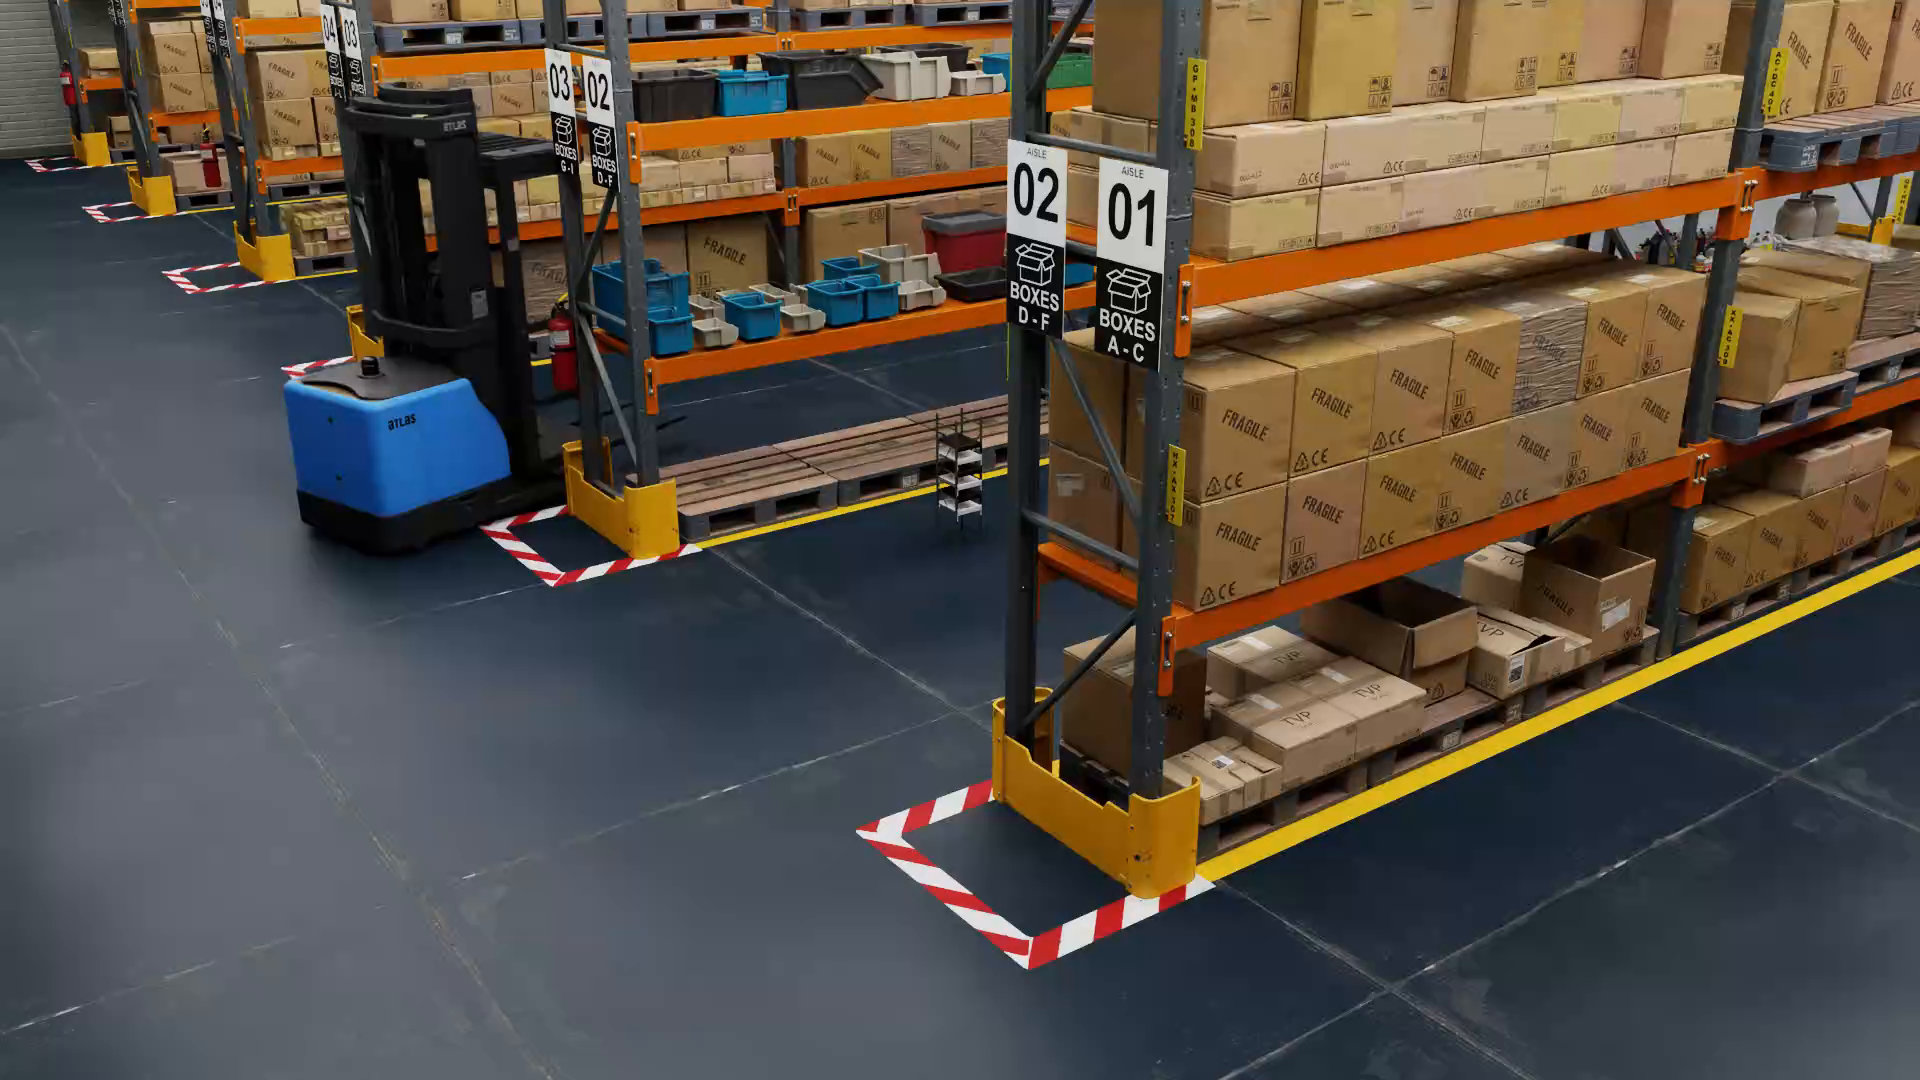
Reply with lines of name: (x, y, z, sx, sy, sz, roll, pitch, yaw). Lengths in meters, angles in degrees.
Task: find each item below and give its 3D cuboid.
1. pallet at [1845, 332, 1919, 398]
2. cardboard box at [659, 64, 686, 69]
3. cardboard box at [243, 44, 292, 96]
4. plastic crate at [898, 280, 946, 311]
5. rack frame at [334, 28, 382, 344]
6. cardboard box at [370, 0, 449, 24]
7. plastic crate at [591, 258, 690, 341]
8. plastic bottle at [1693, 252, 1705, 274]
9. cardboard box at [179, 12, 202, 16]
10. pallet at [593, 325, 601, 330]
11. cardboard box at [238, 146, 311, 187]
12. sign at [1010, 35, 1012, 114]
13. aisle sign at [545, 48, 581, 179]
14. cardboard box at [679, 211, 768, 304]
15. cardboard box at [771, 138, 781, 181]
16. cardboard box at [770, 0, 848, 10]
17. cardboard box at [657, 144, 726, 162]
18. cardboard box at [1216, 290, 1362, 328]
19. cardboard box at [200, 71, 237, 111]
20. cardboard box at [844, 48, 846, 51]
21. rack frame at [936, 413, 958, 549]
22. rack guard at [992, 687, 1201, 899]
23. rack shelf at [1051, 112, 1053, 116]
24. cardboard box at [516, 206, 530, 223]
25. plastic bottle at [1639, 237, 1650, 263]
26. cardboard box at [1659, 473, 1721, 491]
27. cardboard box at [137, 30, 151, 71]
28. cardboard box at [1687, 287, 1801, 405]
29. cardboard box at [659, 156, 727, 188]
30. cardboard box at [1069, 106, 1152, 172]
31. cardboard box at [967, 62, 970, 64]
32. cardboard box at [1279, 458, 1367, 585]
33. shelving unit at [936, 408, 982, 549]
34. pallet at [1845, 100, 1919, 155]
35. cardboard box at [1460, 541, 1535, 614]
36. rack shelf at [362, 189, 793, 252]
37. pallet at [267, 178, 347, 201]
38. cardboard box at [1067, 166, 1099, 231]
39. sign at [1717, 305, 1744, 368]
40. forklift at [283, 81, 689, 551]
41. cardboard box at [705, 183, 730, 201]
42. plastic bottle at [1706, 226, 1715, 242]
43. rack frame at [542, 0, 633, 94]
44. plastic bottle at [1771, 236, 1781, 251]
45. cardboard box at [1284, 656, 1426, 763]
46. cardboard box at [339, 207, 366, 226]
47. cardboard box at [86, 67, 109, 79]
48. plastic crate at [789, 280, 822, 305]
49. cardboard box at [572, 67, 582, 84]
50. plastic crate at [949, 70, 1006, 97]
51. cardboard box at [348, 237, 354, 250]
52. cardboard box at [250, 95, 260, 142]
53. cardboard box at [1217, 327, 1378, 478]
pallet: (5.471, -1.202, 10.621, 1.213, 0.211, 1.003, -15, 26, -33)
cardboard box: (-3.742, -6.066, 21.521, 0.250, 0.149, 0.380, -16, 27, -35)
cardboard box: (-7.818, -5.300, 18.746, 0.500, 0.500, 0.500, -16, 27, -34)
plastic crate: (-0.328, -1.777, 12.077, 0.466, 0.136, 0.293, -15, 26, -33)
rack frame: (-5.230, -2.963, 14.775, 0.127, 3.000, 1.000, -15, 26, -33)
cardboard box: (-4.839, -4.773, 14.427, 0.500, 0.500, 0.700, -17, 27, -36)
plastic crate: (-2.174, -1.646, 11.346, 0.499, 0.435, 0.616, -15, 26, -33)
plastic bottle: (7.919, -2.945, 17.817, 0.097, 0.271, 0.097, 0, 22, 0)
cardboard box: (-12.176, -8.196, 26.678, 0.500, 0.500, 0.500, -14, 26, -32)
pallet: (-3.637, -2.127, 16.443, 1.213, 0.211, 1.003, -15, 26, -33)
cardboard box: (-9.802, -5.323, 23.580, 0.875, 0.438, 0.875, -14, 26, -31)
sign: (0.245, -1.958, 7.014, 0.005, 0.325, 0.100, -15, 26, -33)
aisle sign: (-2.567, -2.753, 10.741, 0.004, 0.787, 0.394, -15, 26, -33)
cardboard box: (-2.565, -2.919, 16.963, 0.875, 0.875, 0.875, -15, 26, -33)
cardboard box: (-1.763, -4.059, 17.386, 0.500, 0.500, 0.500, -15, 26, -33)
cardboard box: (-1.518, -5.592, 16.615, 0.500, 0.500, 0.700, -14, 26, -32)
cardboard box: (-2.609, -3.959, 16.059, 0.500, 0.500, 0.500, -15, 26, -32)
cardboard box: (1.581, -0.895, 8.109, 0.500, 0.500, 0.500, -14, 26, -31)
cardboard box: (-10.066, -6.127, 22.568, 0.500, 0.500, 0.500, -15, 26, -34)
cardboard box: (-1.946, -8.308, 27.941, 0.250, 0.149, 0.380, -15, 26, -34)
rack frame: (-0.089, -0.394, 11.170, 0.006, 0.900, 0.240, -15, 26, -33)
rack guard: (0.614, 1.162, 7.809, 0.348, 0.500, 1.175, -15, 26, -33)
rack shelf: (2.533, -3.831, 13.873, 4.000, 0.370, 1.077, -15, 26, -33)
cardboard box: (-4.123, -2.992, 15.187, 0.250, 0.149, 0.380, -15, 26, -34)
plastic bottle: (7.602, -3.217, 18.482, 0.133, 0.283, 0.061, -13, 25, -30)
cardboard box: (4.439, -0.189, 10.602, 0.500, 0.500, 0.500, -15, 26, -33)
cardboard box: (-10.765, -6.632, 22.484, 0.500, 0.500, 0.500, -14, 26, -31)
cardboard box: (4.315, -1.125, 9.466, 0.700, 0.500, 0.500, 14, 26, 32)
cardboard box: (-2.606, -3.610, 16.198, 0.500, 0.250, 0.500, -14, 26, -31)
cardboard box: (0.821, -1.726, 7.155, 0.500, 0.250, 0.500, -15, 26, -33)
cardboard box: (-0.208, -6.491, 23.482, 0.500, 0.500, 0.500, -15, 26, -33)
cardboard box: (1.483, -0.159, 7.612, 0.500, 0.500, 0.500, -15, 26, -33)
shelving unit: (-0.007, -0.416, 11.225, 0.210, 0.900, 0.258, -15, 26, -33)
pallet: (5.210, -2.499, 9.819, 1.003, 0.211, 1.213, -15, 26, -33)
cardboard box: (3.333, 0.222, 9.826, 0.500, 0.311, 0.500, -15, 26, -33)
rack shelf: (-3.606, -3.062, 15.993, 4.000, 0.370, 1.077, -15, 26, -33)
pallet: (-9.424, -5.109, 23.914, 1.213, 0.211, 1.003, -15, 26, -33)
cardboard box: (0.816, -1.496, 7.254, 0.500, 0.250, 0.500, -15, 26, -33)
sign: (4.123, -1.089, 8.909, 0.005, 0.325, 0.100, -15, 26, -33)
forklift: (-3.315, -1.777, 11.895, 1.130, 2.935, 3.031, 15, 26, 32)
cardboard box: (-2.456, -3.437, 16.300, 0.250, 0.149, 0.380, -15, 26, -34)
plastic bottle: (8.638, -3.479, 19.155, 0.097, 0.271, 0.097, 0, 22, 0)
rack frame: (-2.337, -4.260, 9.929, 0.127, 3.000, 1.000, -15, 26, -33)
plastic bottle: (9.083, -3.270, 18.625, 0.135, 0.276, 0.152, -16, 27, -34)
cardboard box: (1.972, 0.842, 8.356, 0.500, 0.250, 0.500, -15, 26, -33)
cardboard box: (-6.988, -3.748, 19.218, 0.250, 0.149, 0.380, -15, 26, -33)
cardboard box: (-13.492, -7.309, 26.005, 0.250, 0.149, 0.380, -15, 26, -33)
plastic crate: (-1.096, -1.805, 12.148, 0.250, 0.136, 0.298, -15, 26, -33)
cardboard box: (-6.003, -7.081, 25.296, 0.500, 0.250, 0.500, -15, 26, -34)
plastic crate: (0.100, -3.220, 11.727, 0.466, 0.136, 0.293, -15, 26, -33)
cardboard box: (-7.070, -3.503, 19.407, 0.250, 0.149, 0.380, -15, 26, -32)
cardboard box: (-7.830, -4.837, 18.934, 0.500, 0.500, 0.500, -14, 26, -32)
cardboard box: (1.487, -0.625, 7.432, 0.500, 0.500, 0.500, -15, 26, -32)
